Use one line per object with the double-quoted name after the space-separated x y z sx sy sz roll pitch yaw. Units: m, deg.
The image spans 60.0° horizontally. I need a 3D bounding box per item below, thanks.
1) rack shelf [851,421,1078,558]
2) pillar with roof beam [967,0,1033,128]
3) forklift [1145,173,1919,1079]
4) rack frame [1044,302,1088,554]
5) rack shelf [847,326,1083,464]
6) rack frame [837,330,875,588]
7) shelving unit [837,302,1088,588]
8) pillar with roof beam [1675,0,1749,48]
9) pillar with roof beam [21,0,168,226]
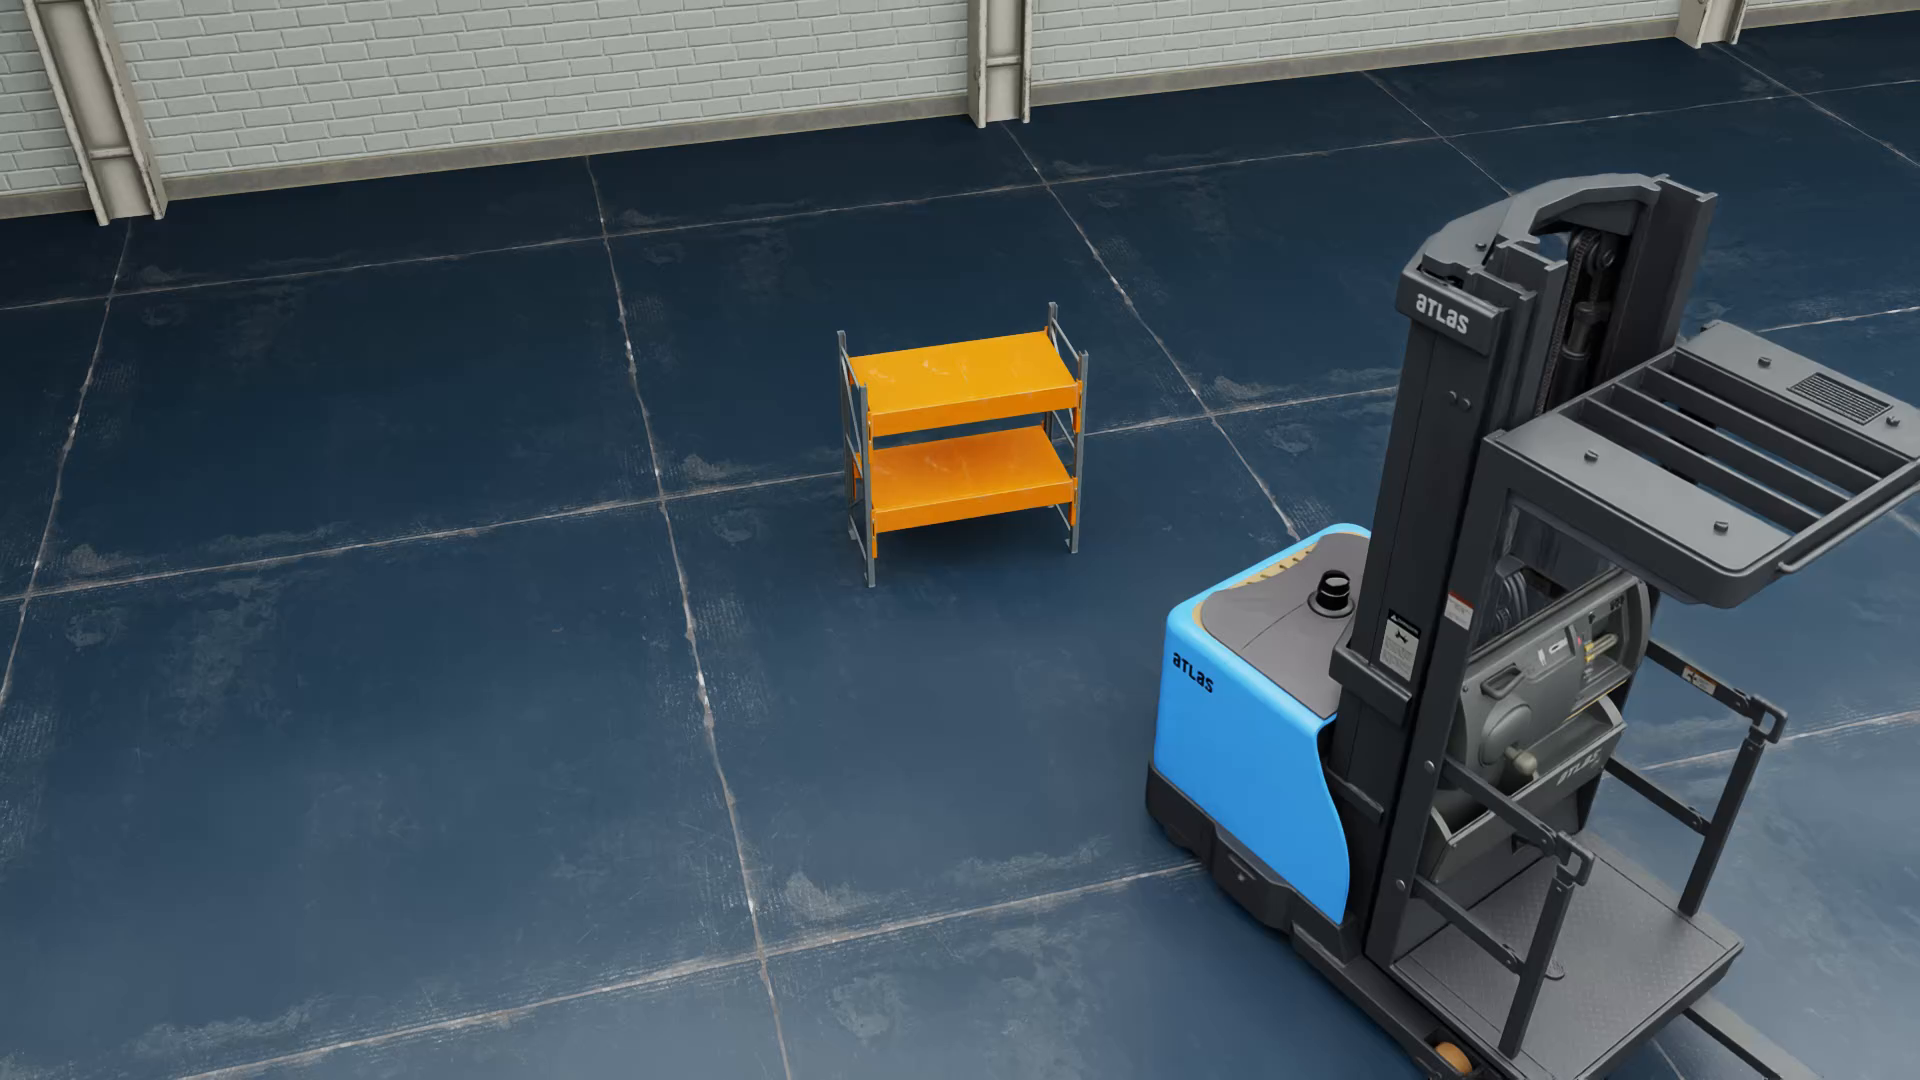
0.007 -0.254 8.038 1.000 0.278 0.538 -9 38 -12 "rack shelf"
1.408 -4.186 6.295 0.400 9.000 9.100 -9 38 -12 "pillar with roof beam"
2.030 0.491 5.175 1.130 2.935 3.031 -24 44 -28 "forklift"
0.497 -0.528 7.994 0.032 1.125 0.500 -9 38 -12 "rack frame"
0.007 -0.680 7.711 1.000 0.278 0.538 -9 38 -12 "rack shelf"
-0.484 -0.367 7.784 0.032 1.125 0.500 -9 38 -12 "rack frame"
0.007 -0.448 7.889 1.048 1.125 0.538 -9 38 -12 "shelving unit"
7.200 -5.136 7.538 0.400 9.000 9.100 -9 38 -12 "pillar with roof beam"
-4.385 -3.236 5.053 0.400 9.000 9.100 -9 38 -12 "pillar with roof beam"
